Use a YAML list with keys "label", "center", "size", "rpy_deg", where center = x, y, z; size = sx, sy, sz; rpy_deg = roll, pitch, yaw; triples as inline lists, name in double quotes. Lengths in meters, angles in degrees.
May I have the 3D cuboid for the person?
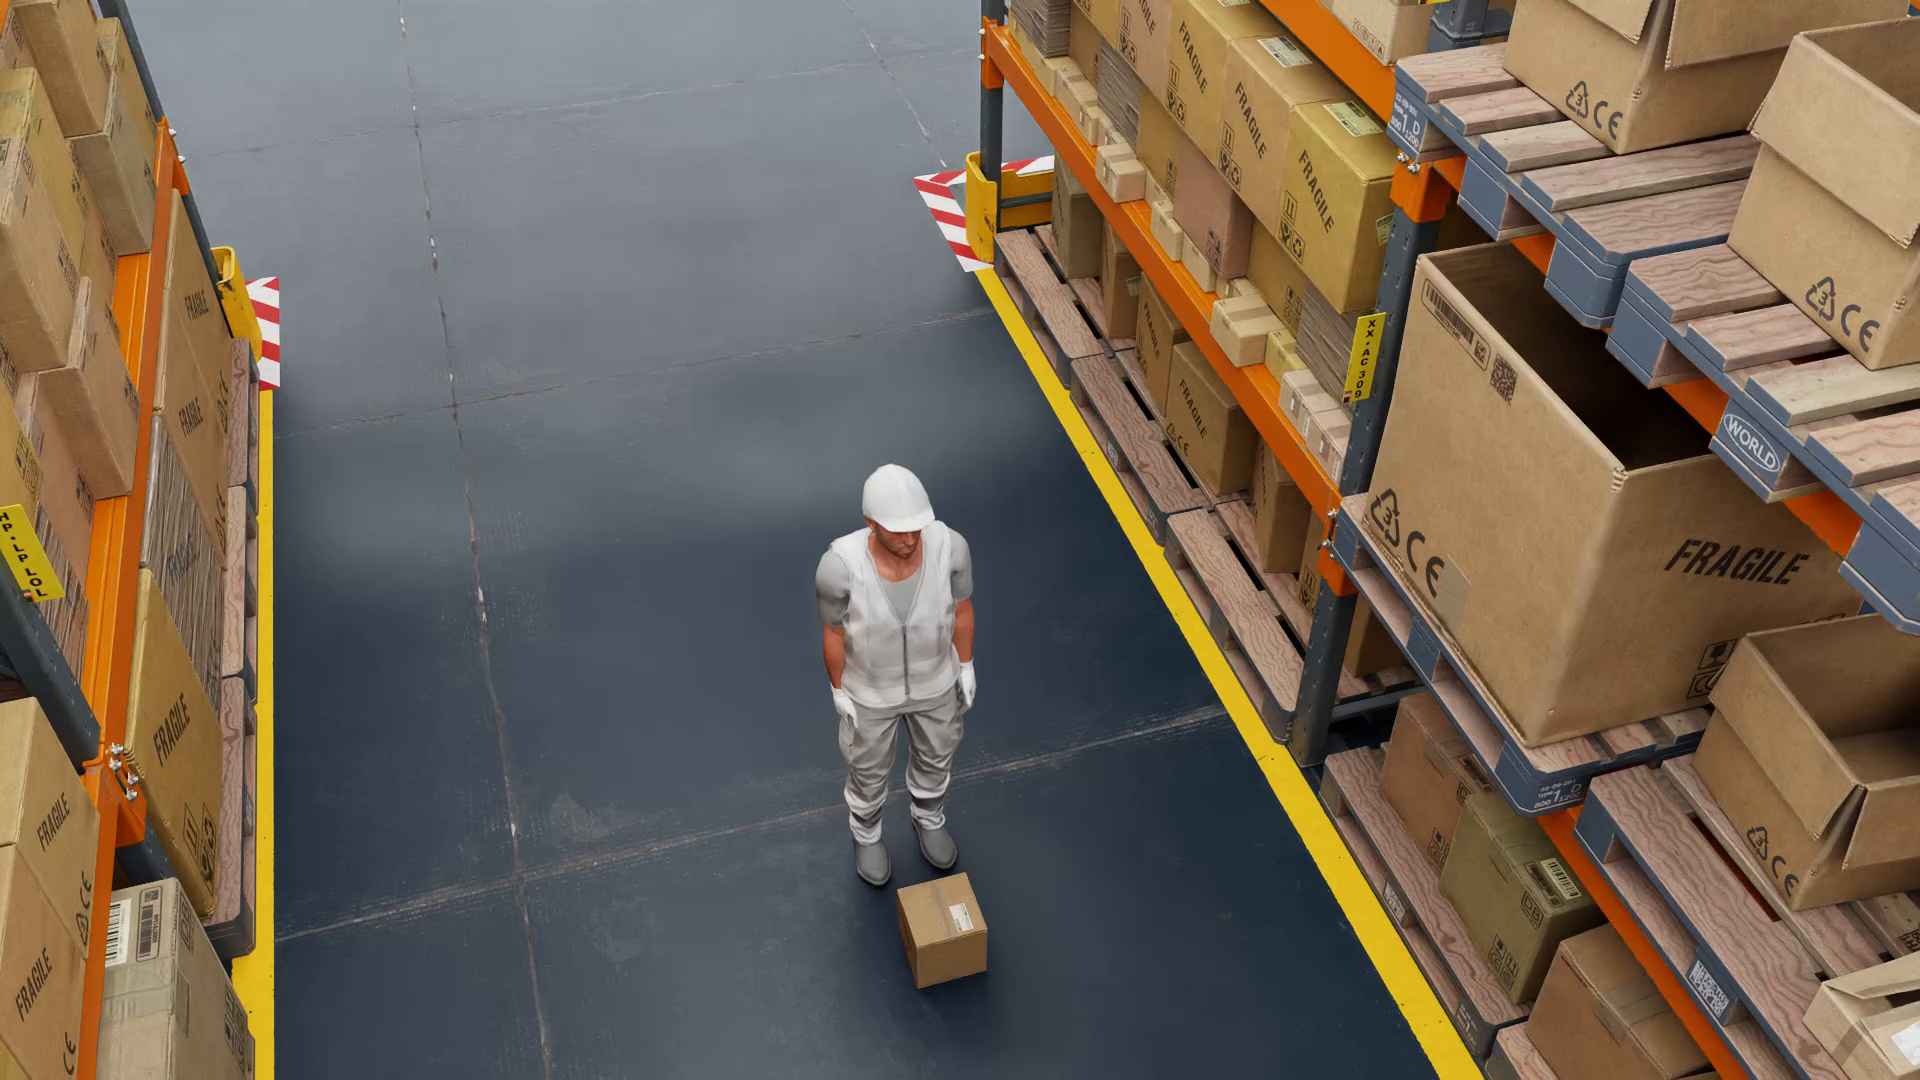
- label: "person"
  center: [-0.197, 0.473, 5.615]
  size: [0.524, 1.785, 0.340]
  rpy_deg: [-11, 43, -12]
